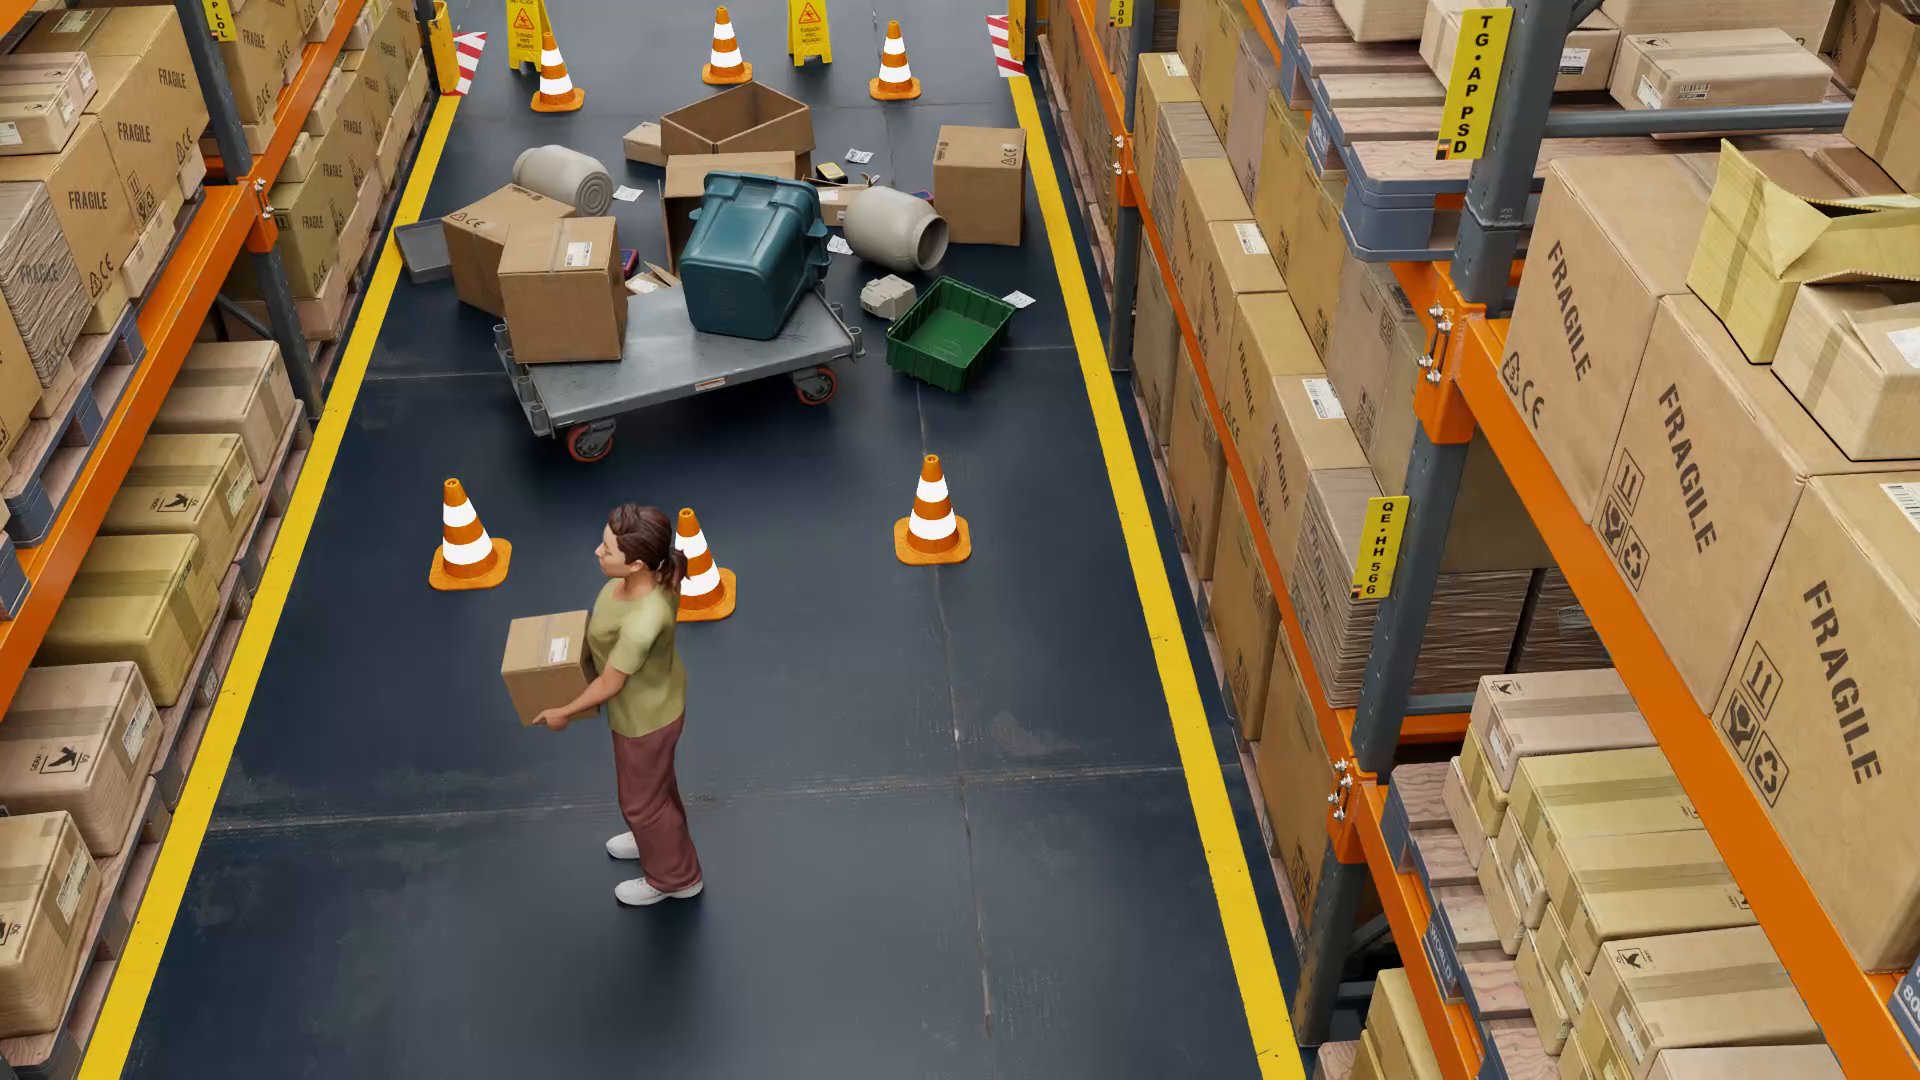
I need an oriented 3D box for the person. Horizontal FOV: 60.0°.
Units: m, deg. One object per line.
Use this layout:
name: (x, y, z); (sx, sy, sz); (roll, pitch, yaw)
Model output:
person: (-1.102, 0.552, 5.490); (0.553, 1.663, 0.425); (-2, 39, -3)
